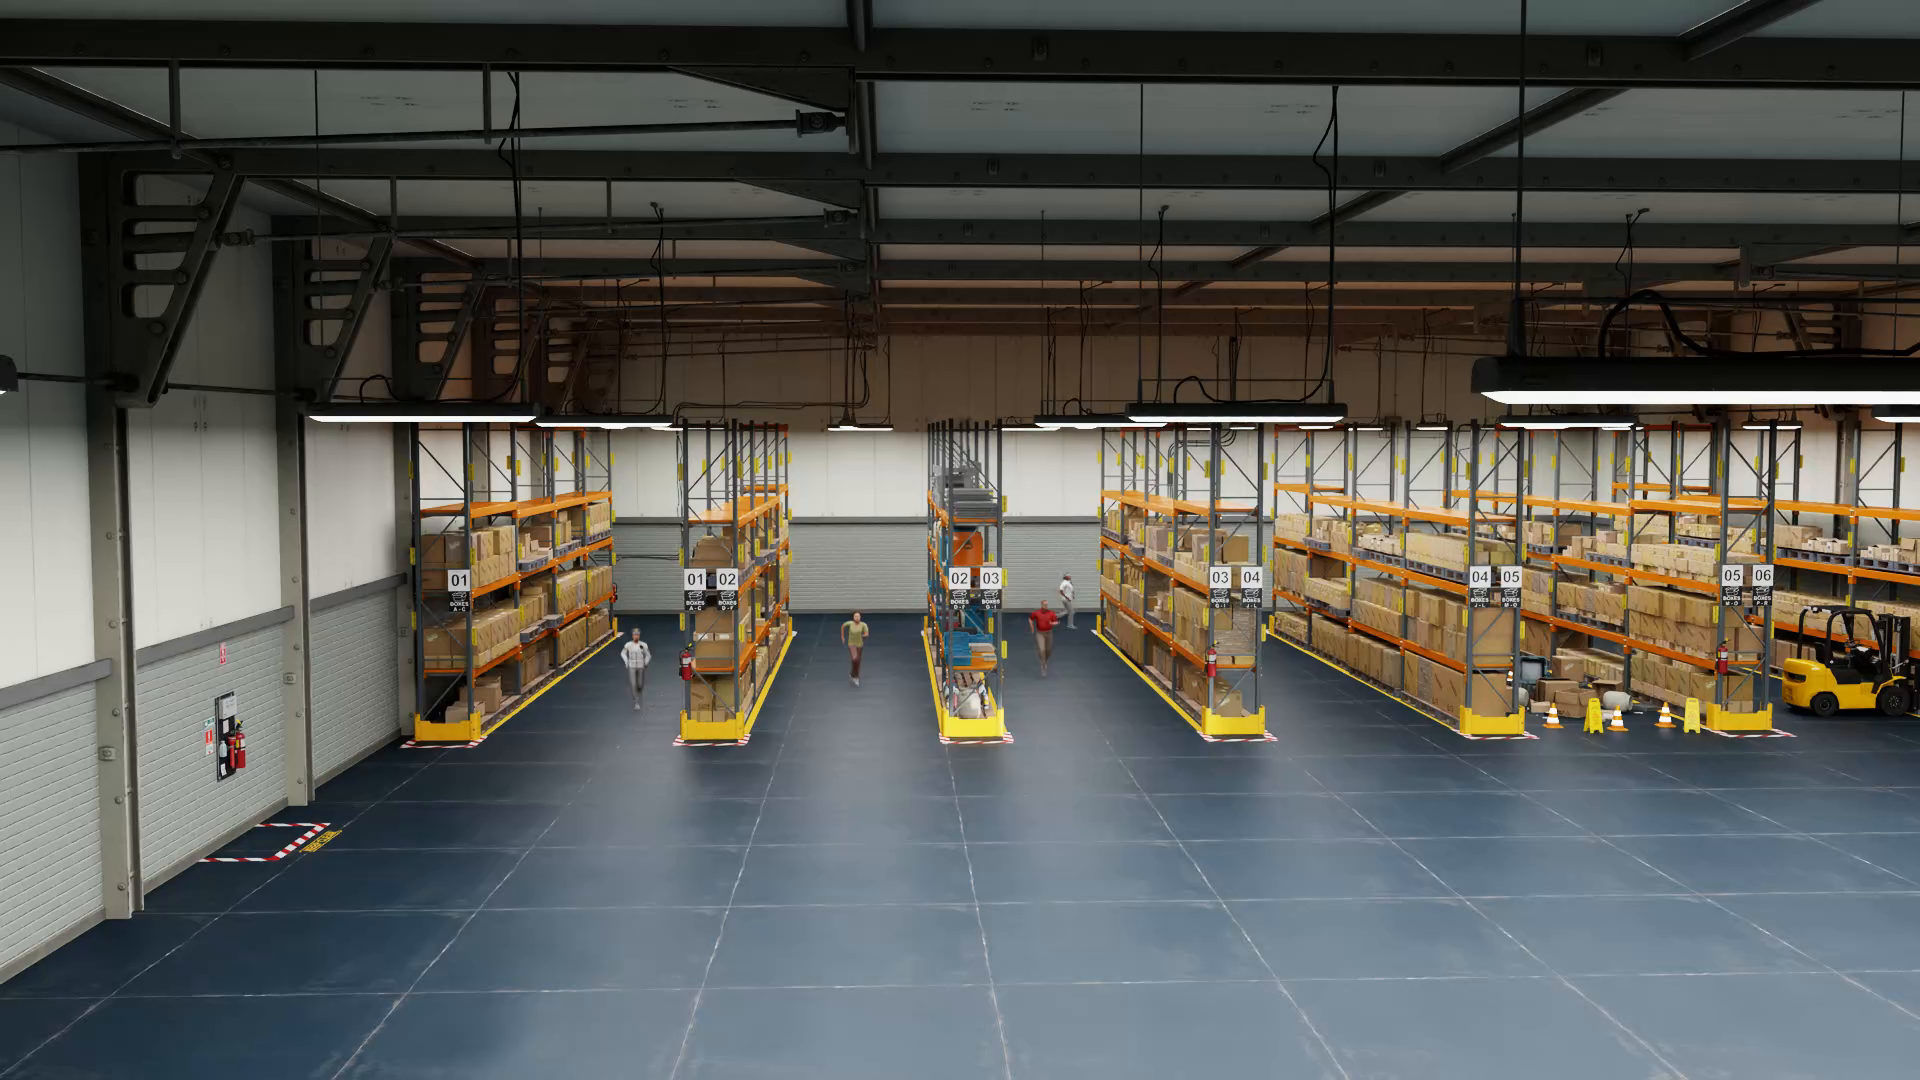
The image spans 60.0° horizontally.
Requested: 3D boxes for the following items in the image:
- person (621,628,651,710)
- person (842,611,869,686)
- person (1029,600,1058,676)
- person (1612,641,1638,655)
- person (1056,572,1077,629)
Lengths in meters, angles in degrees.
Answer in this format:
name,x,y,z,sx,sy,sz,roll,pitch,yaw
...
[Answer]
name,x,y,z,sx,sy,sz,roll,pitch,yaw
person,-6.770,2.677,34.765,0.618,1.684,0.739,-1,4,-13
person,-2.393,2.458,38.068,0.599,1.691,0.816,-1,4,-13
person,2.016,2.304,39.651,0.656,1.743,0.940,-1,4,-12
person,16.444,2.298,41.134,0.585,1.664,1.005,0,4,-4
person,3.091,1.766,48.984,0.743,1.671,0.590,1,4,16
